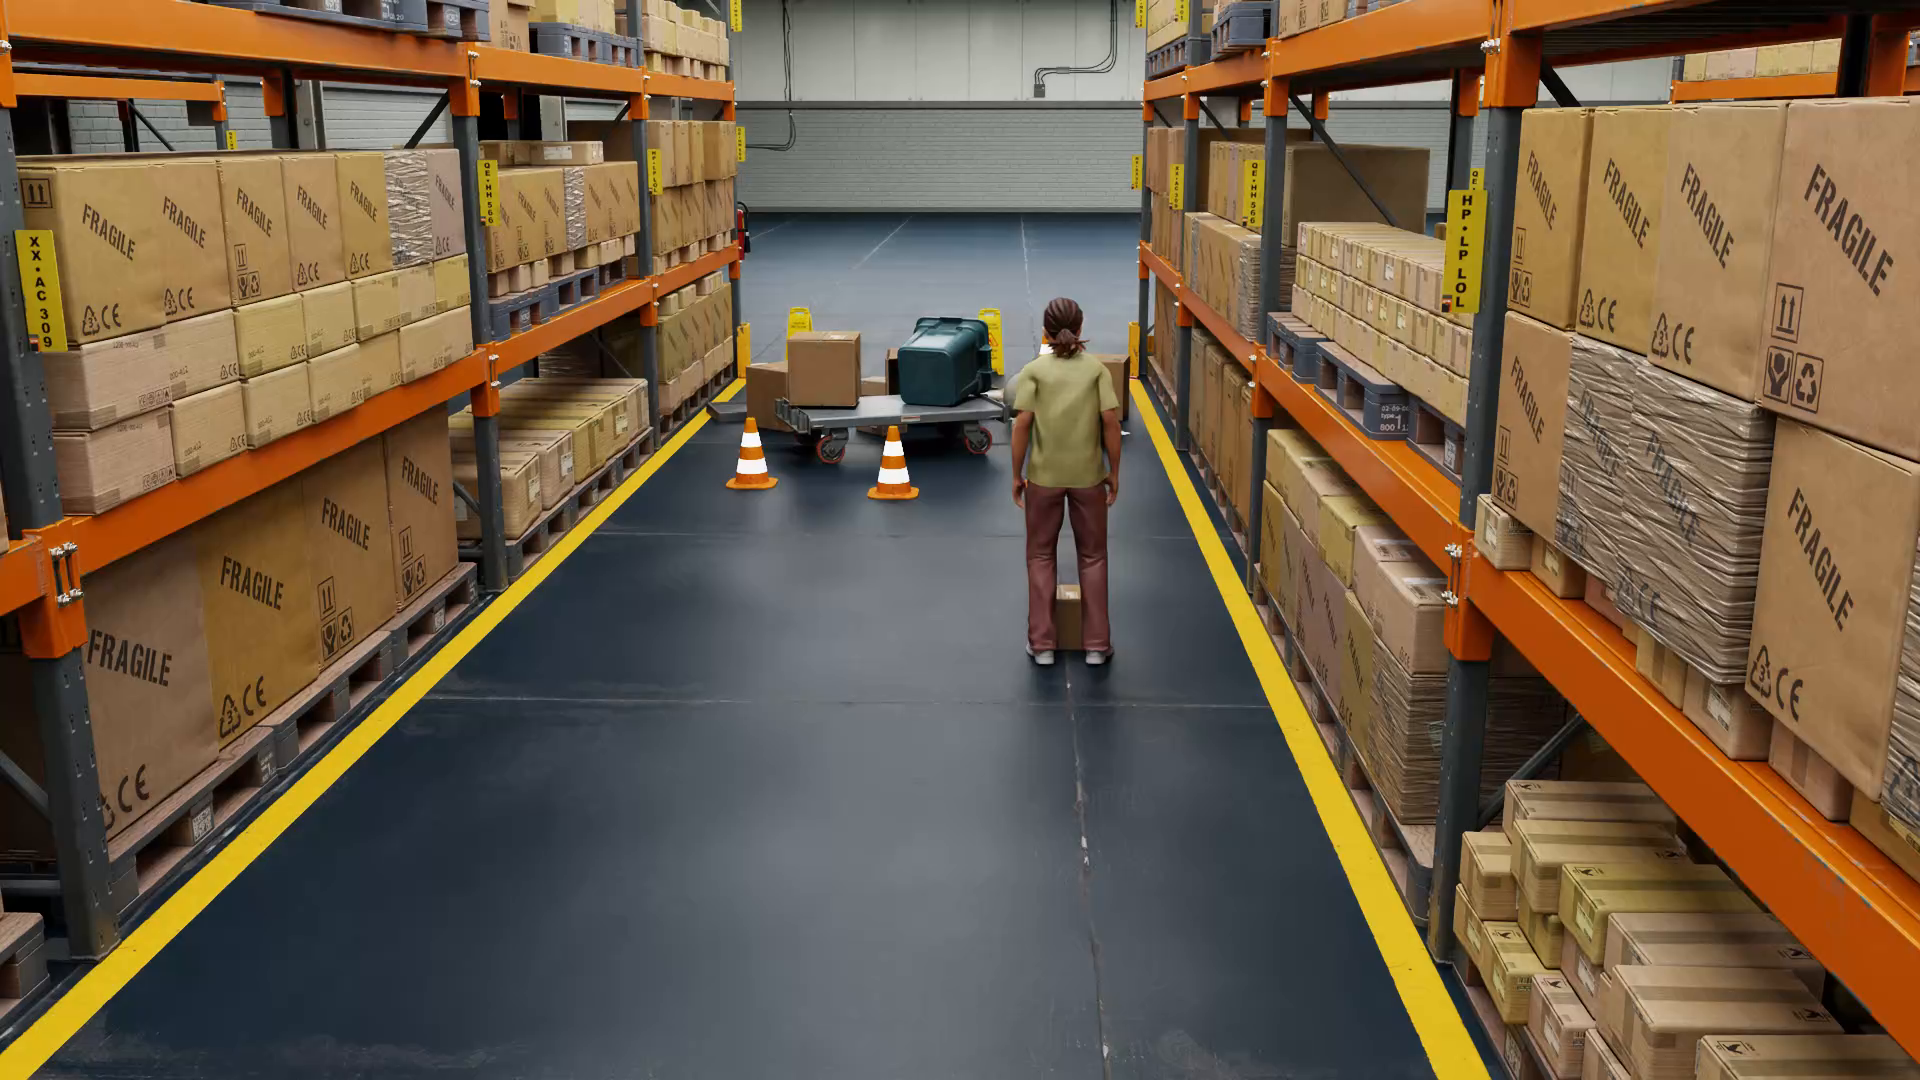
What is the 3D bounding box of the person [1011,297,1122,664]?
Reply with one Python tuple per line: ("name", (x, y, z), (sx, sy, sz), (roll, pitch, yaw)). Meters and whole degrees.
("person", (0.477, -0.261, 7.555), (0.502, 1.671, 0.346), (0, 14, -1))
